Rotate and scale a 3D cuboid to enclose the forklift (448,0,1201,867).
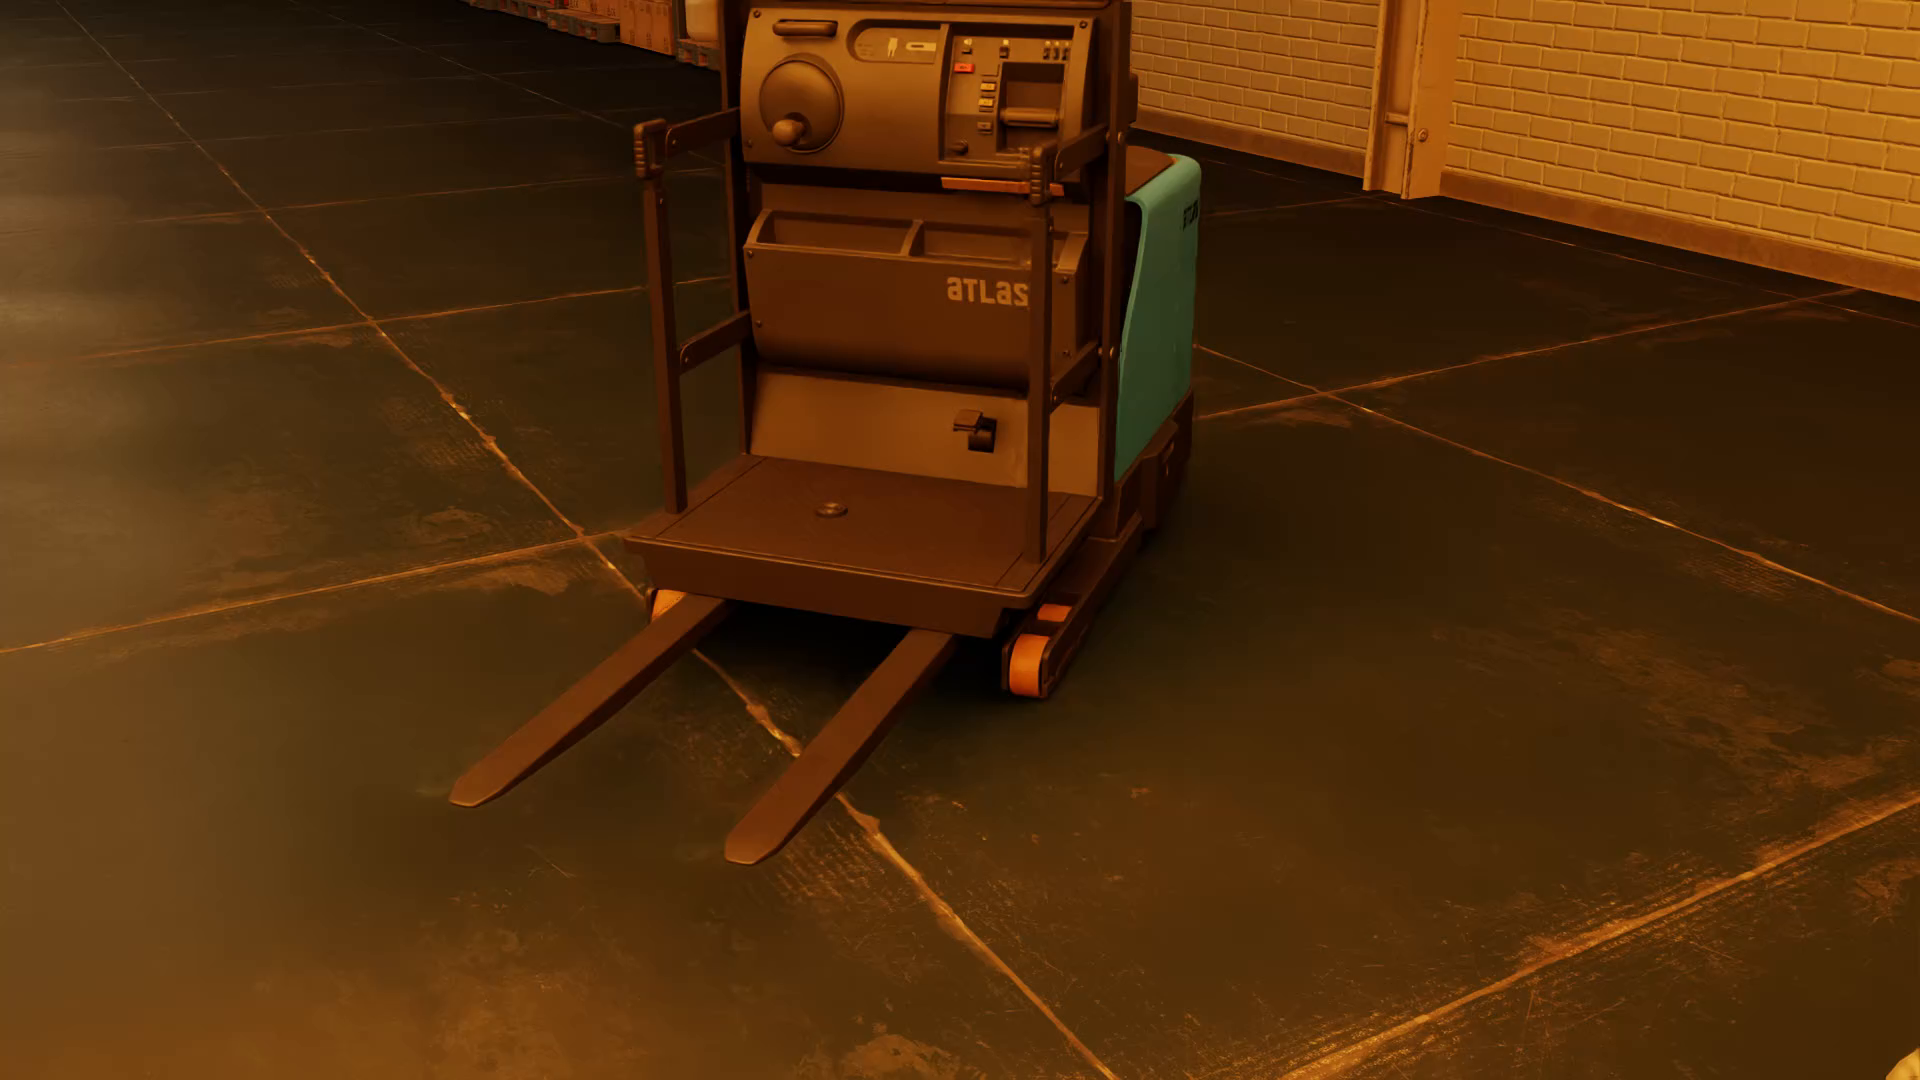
[{"bbox_3d":[-0.192,-1.132,4.031,1.130,2.935,3.031,8,24,18],"label":"forklift"}]
